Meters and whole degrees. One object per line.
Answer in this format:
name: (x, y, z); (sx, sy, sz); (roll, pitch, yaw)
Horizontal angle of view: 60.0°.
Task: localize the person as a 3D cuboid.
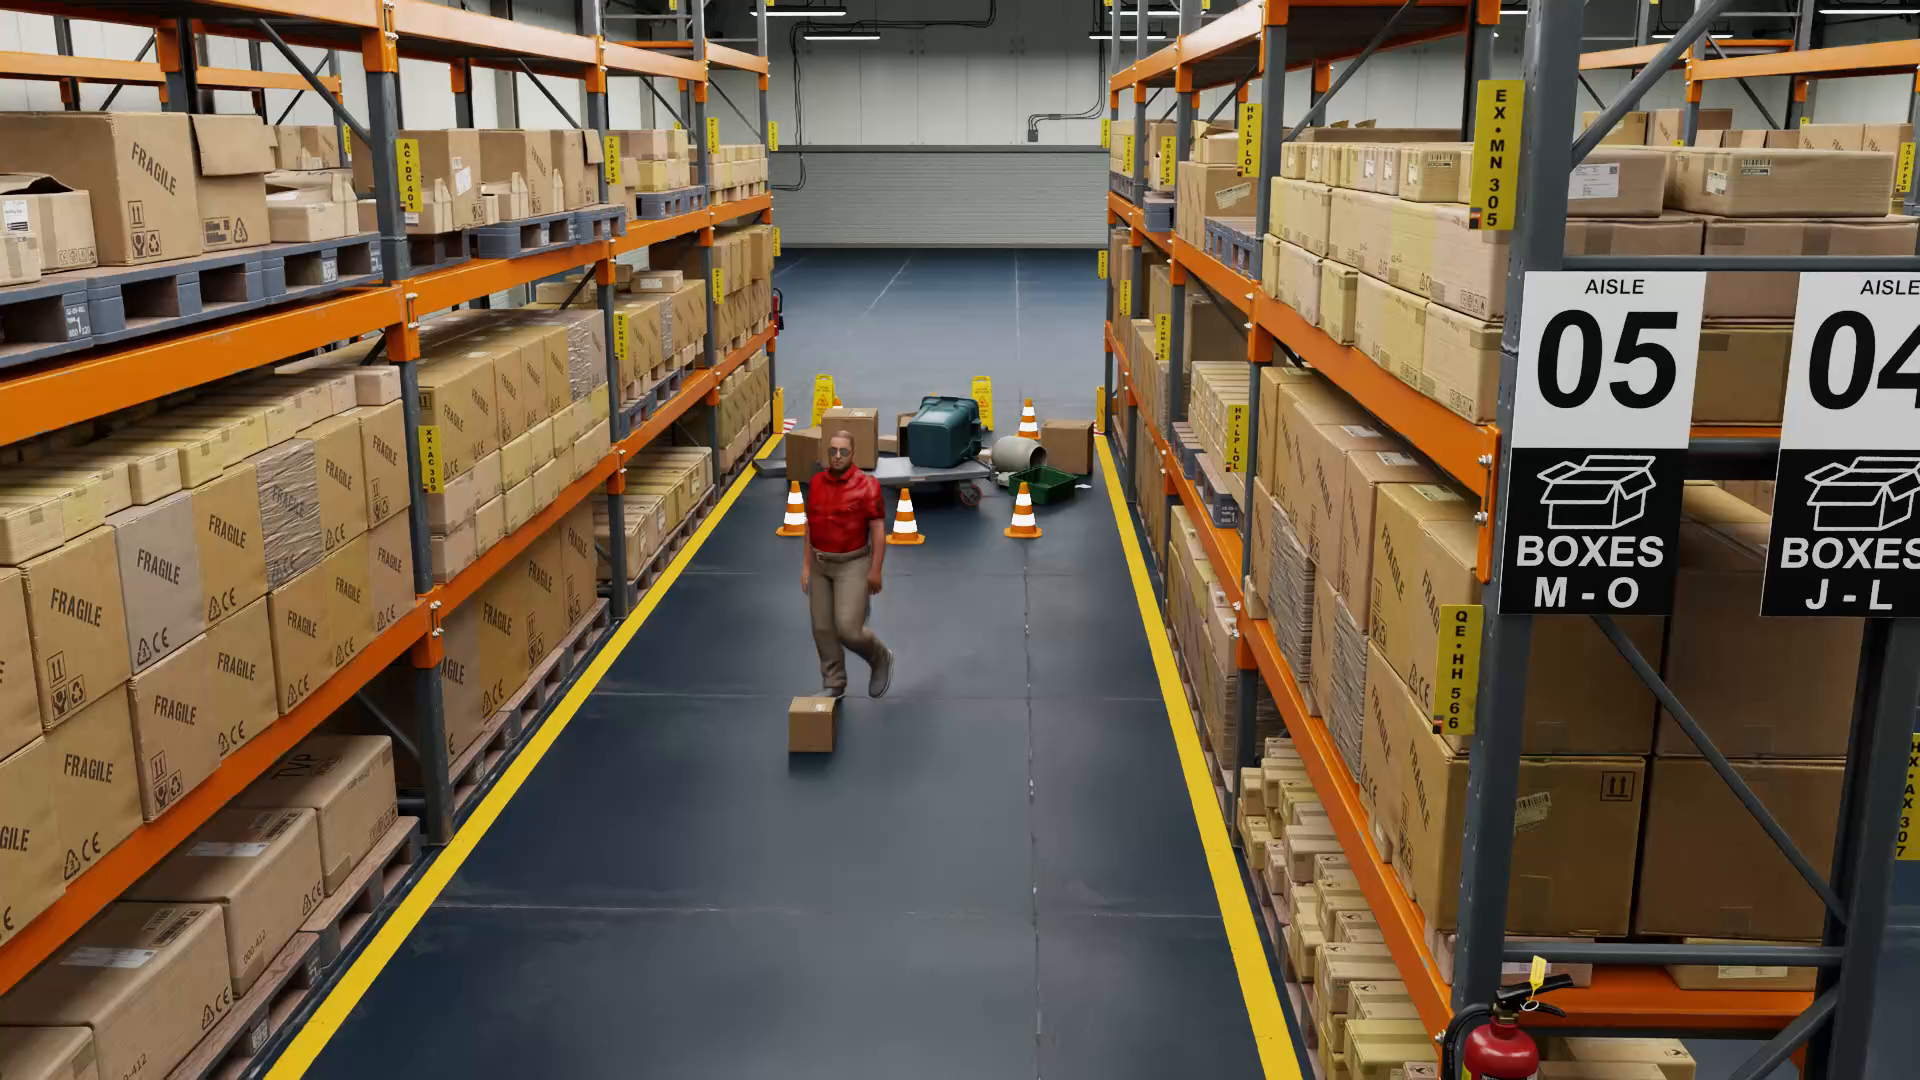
person: (-0.714, 0.173, 10.264); (0.550, 1.714, 0.553); (9, 17, 33)
